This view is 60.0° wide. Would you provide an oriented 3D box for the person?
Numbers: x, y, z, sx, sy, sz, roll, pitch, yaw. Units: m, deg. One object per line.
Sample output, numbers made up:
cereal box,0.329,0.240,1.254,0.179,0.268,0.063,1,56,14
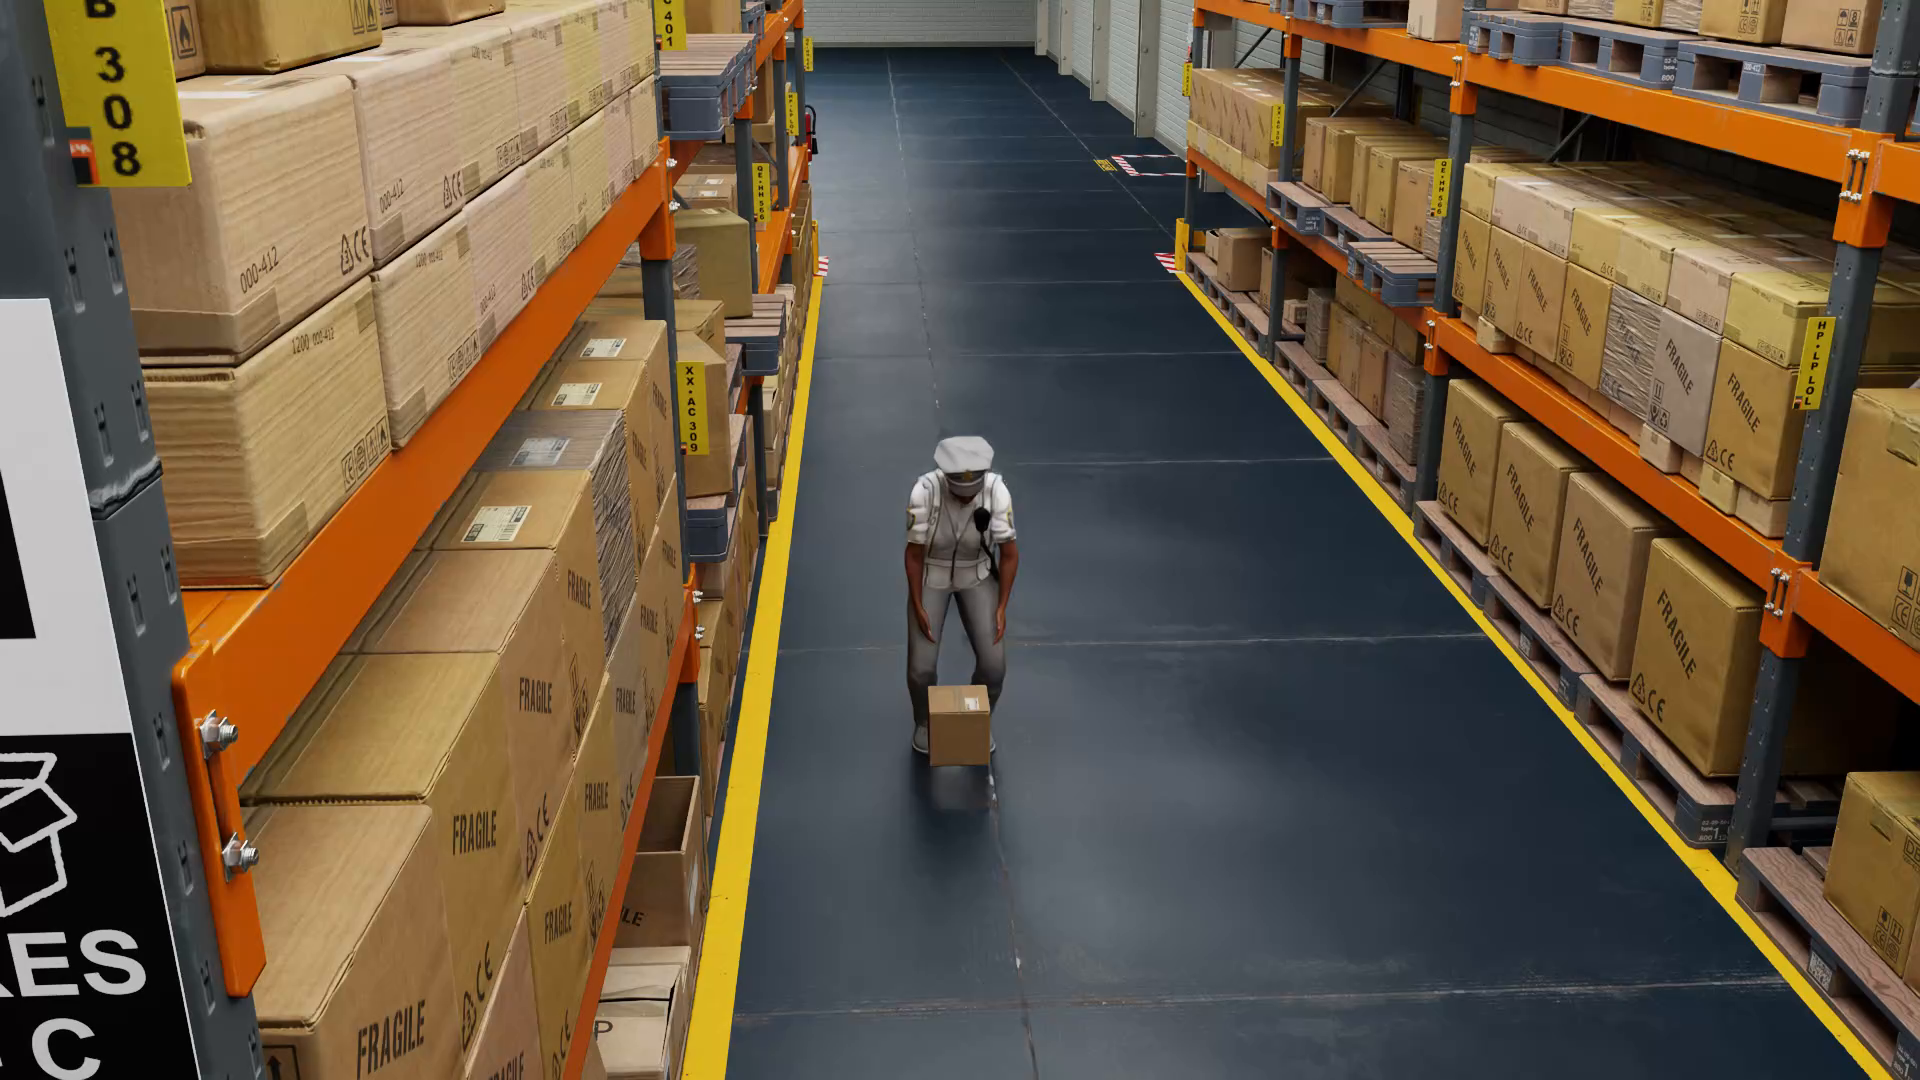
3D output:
person,0.005,0.233,7.226,0.490,1.487,0.628,-1,21,-2
